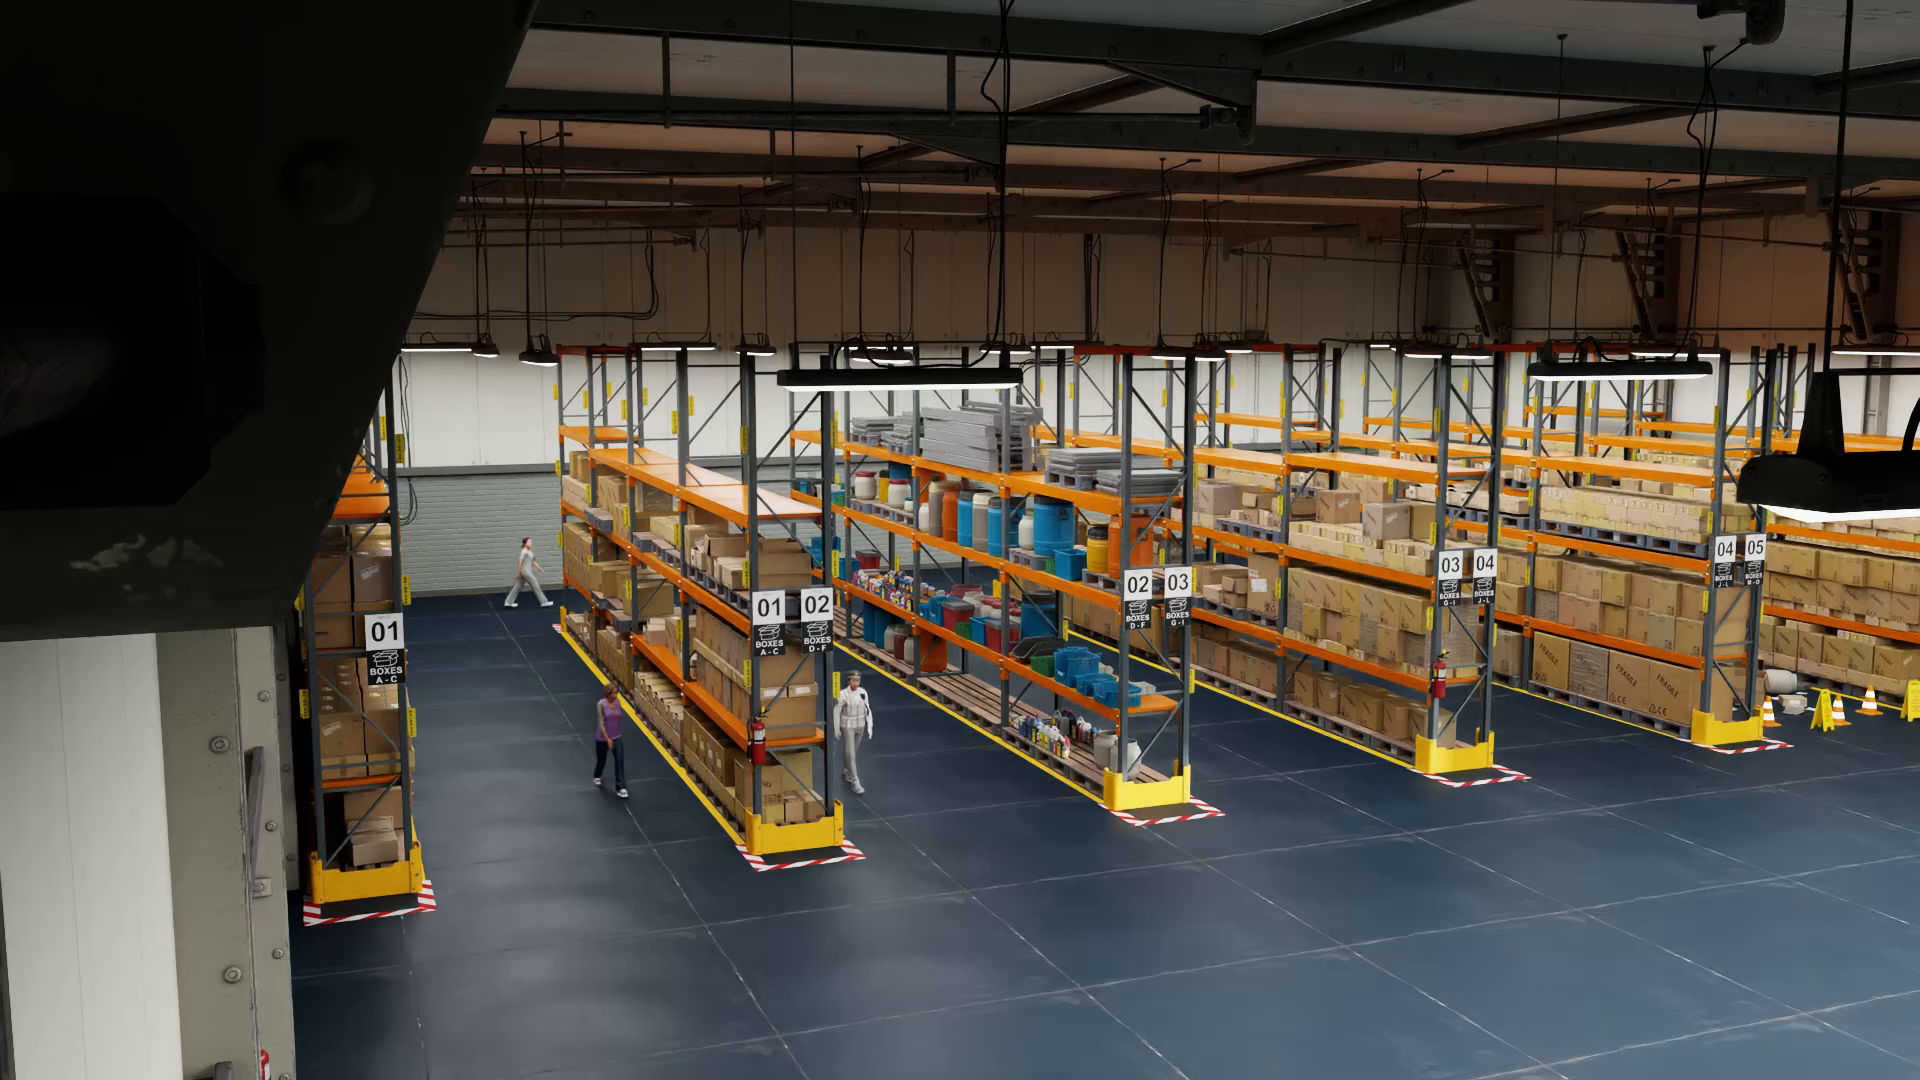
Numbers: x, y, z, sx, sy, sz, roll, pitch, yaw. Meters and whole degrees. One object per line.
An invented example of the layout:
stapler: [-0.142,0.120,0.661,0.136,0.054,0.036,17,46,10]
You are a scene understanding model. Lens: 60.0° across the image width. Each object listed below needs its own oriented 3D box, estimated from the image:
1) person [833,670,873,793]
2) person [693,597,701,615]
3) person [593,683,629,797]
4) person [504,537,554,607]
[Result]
person: [-1.437,2.595,22.937,0.497,1.628,0.940,-5,9,-35]
person: [-4.955,1.474,31.811,0.510,1.656,0.452,-4,8,-28]
person: [-4.750,2.694,22.696,0.396,1.508,1.011,-5,9,-33]
person: [-9.801,0.727,37.728,1.100,1.597,0.408,-2,8,-17]
